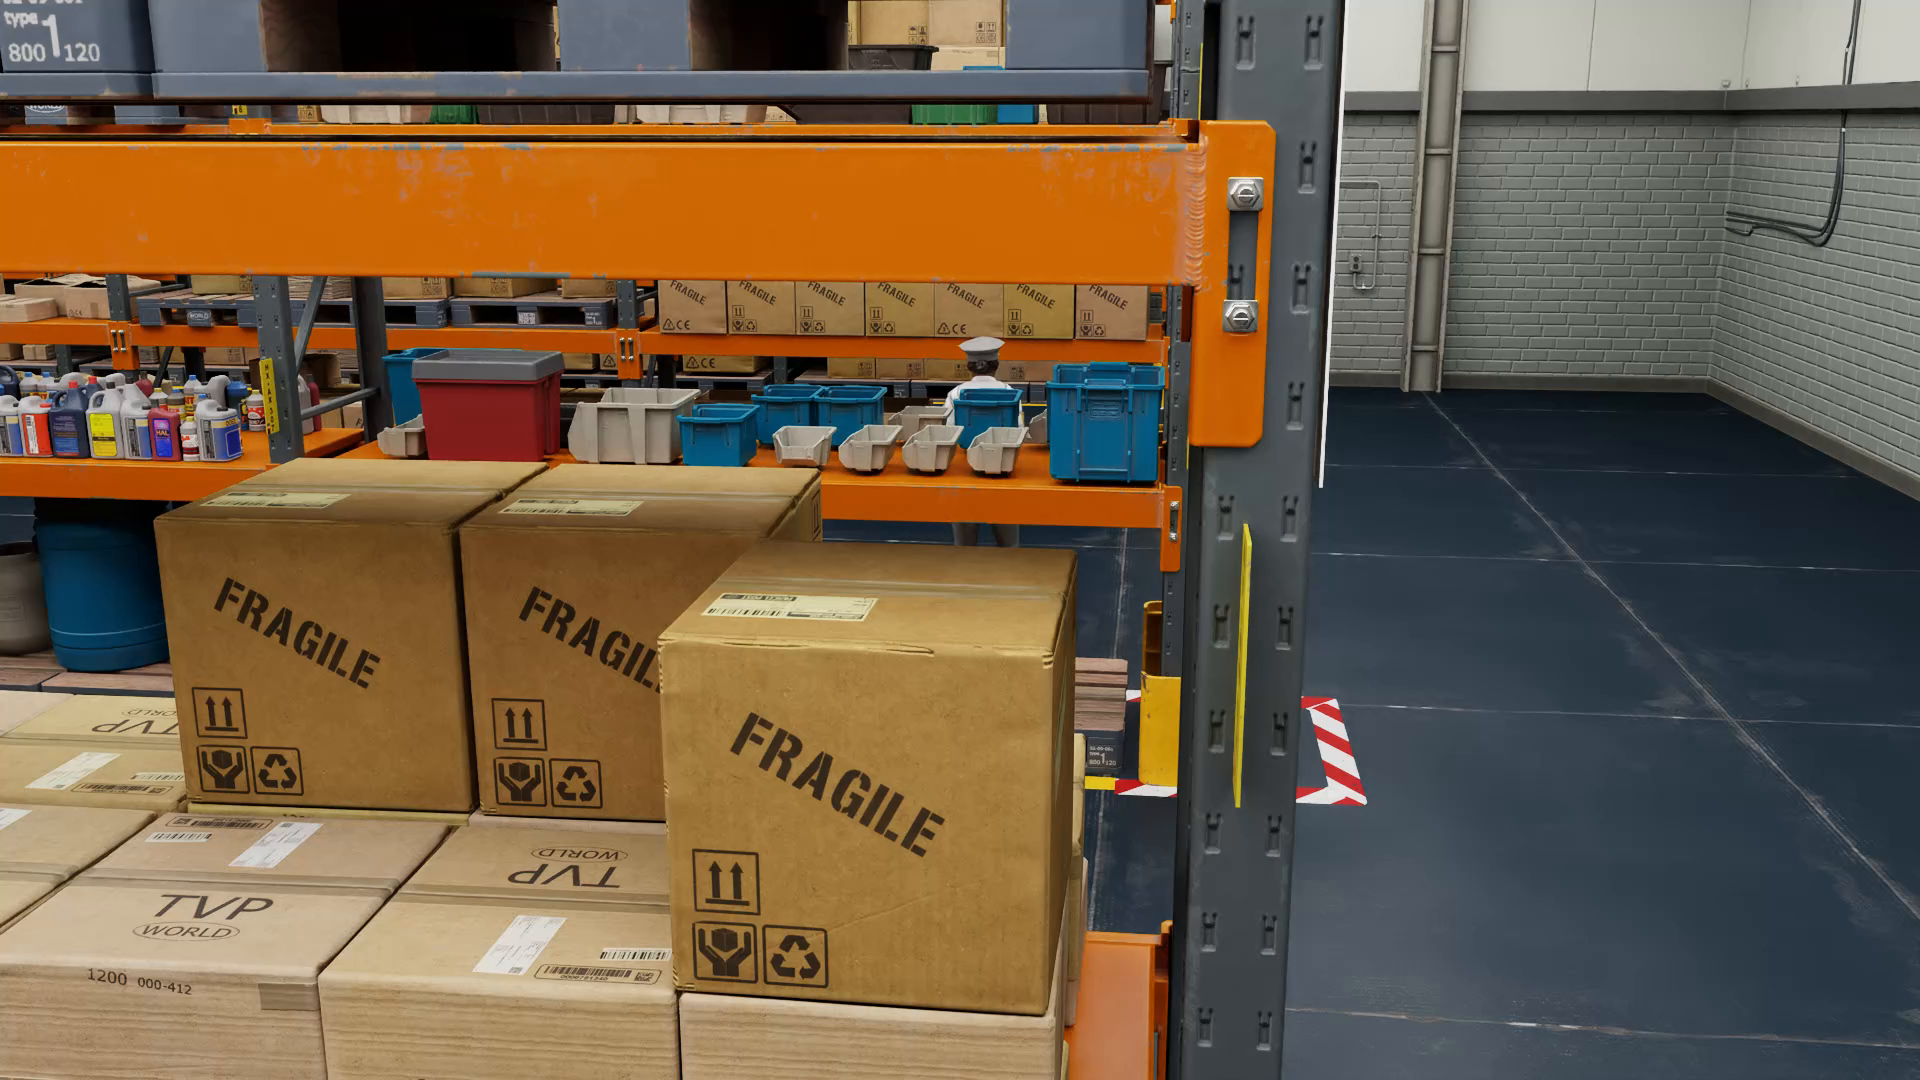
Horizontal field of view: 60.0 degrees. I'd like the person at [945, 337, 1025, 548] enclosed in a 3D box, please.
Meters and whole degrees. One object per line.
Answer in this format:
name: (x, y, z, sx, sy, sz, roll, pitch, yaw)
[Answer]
person: (0.143, -0.279, 9.235, 0.503, 1.656, 0.397, 2, 14, 6)
